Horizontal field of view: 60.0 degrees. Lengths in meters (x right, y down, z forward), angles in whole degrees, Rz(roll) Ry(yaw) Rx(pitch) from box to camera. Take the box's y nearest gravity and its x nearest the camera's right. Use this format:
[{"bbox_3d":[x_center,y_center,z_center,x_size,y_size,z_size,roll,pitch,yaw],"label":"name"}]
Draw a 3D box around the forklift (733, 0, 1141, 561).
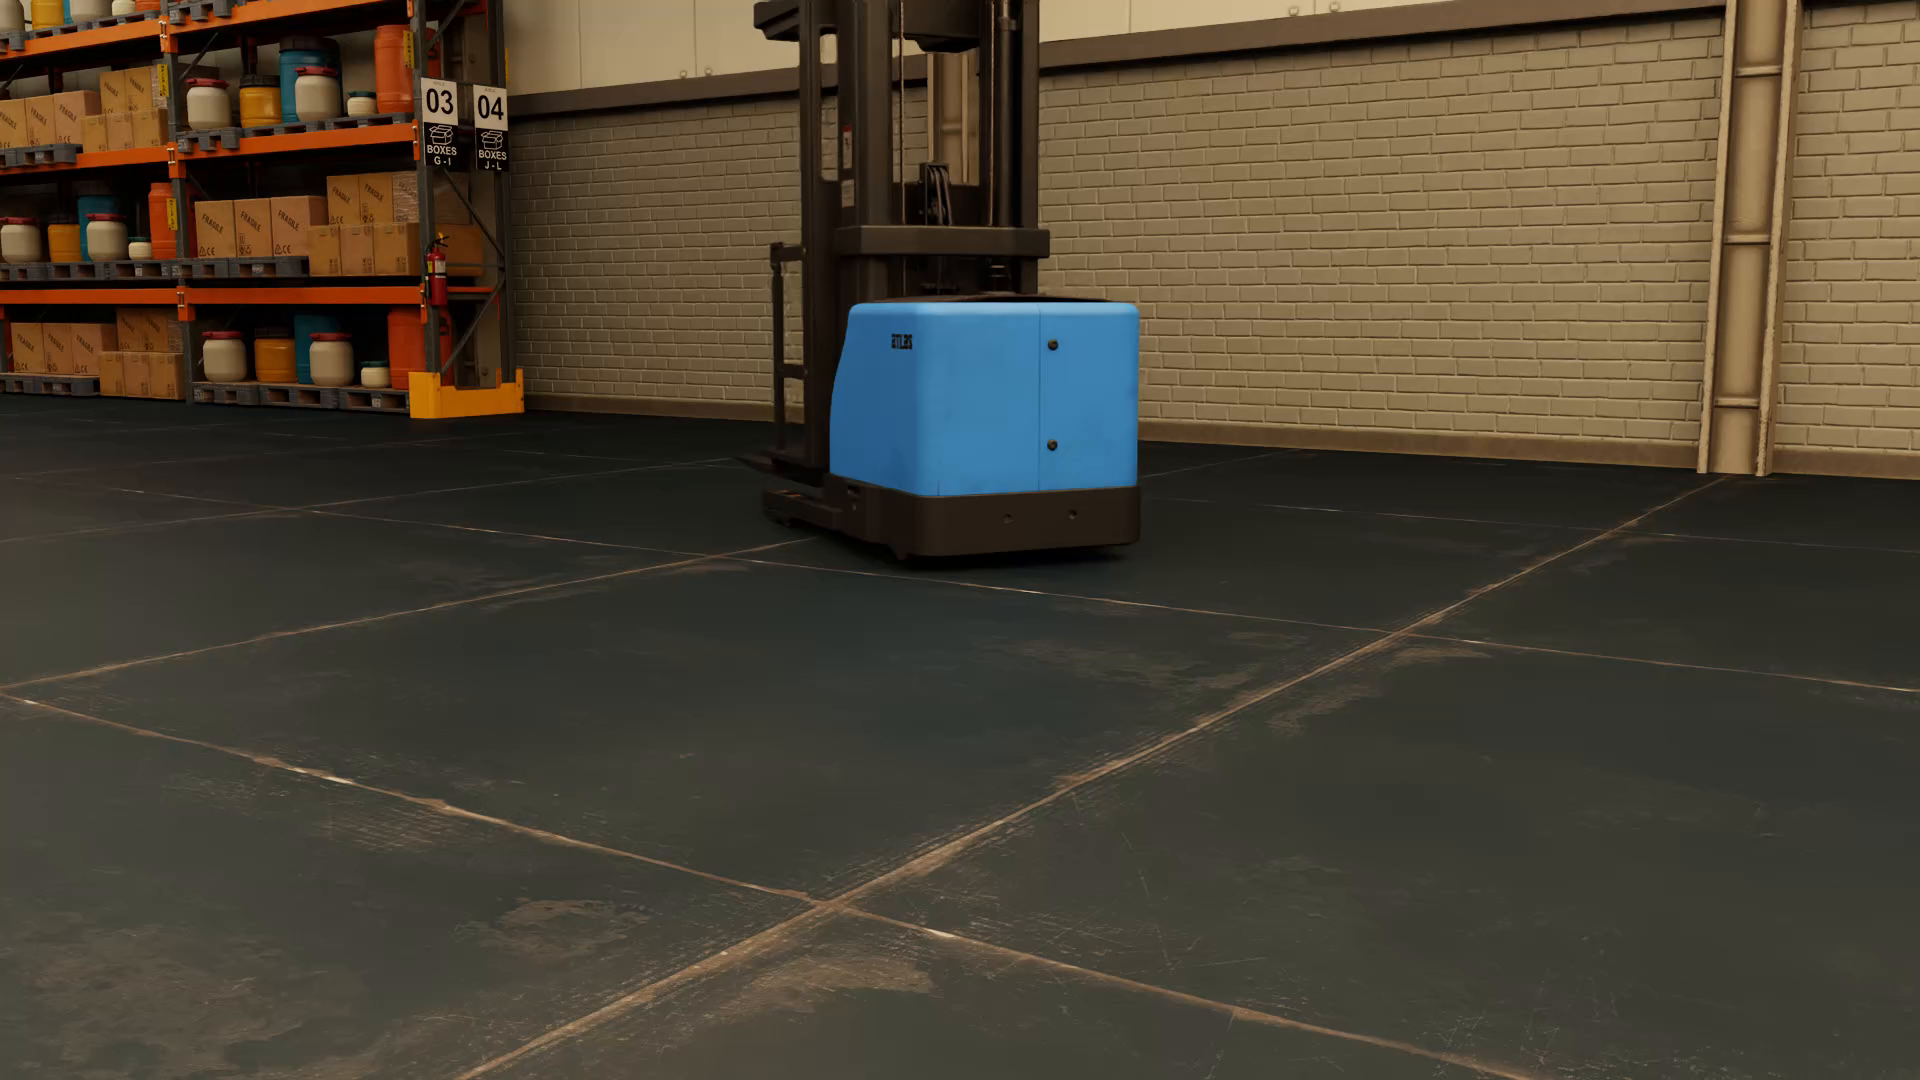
[{"bbox_3d":[-0.322,-1.533,7.972,1.130,2.935,3.031,-4,9,-25],"label":"forklift"}]
